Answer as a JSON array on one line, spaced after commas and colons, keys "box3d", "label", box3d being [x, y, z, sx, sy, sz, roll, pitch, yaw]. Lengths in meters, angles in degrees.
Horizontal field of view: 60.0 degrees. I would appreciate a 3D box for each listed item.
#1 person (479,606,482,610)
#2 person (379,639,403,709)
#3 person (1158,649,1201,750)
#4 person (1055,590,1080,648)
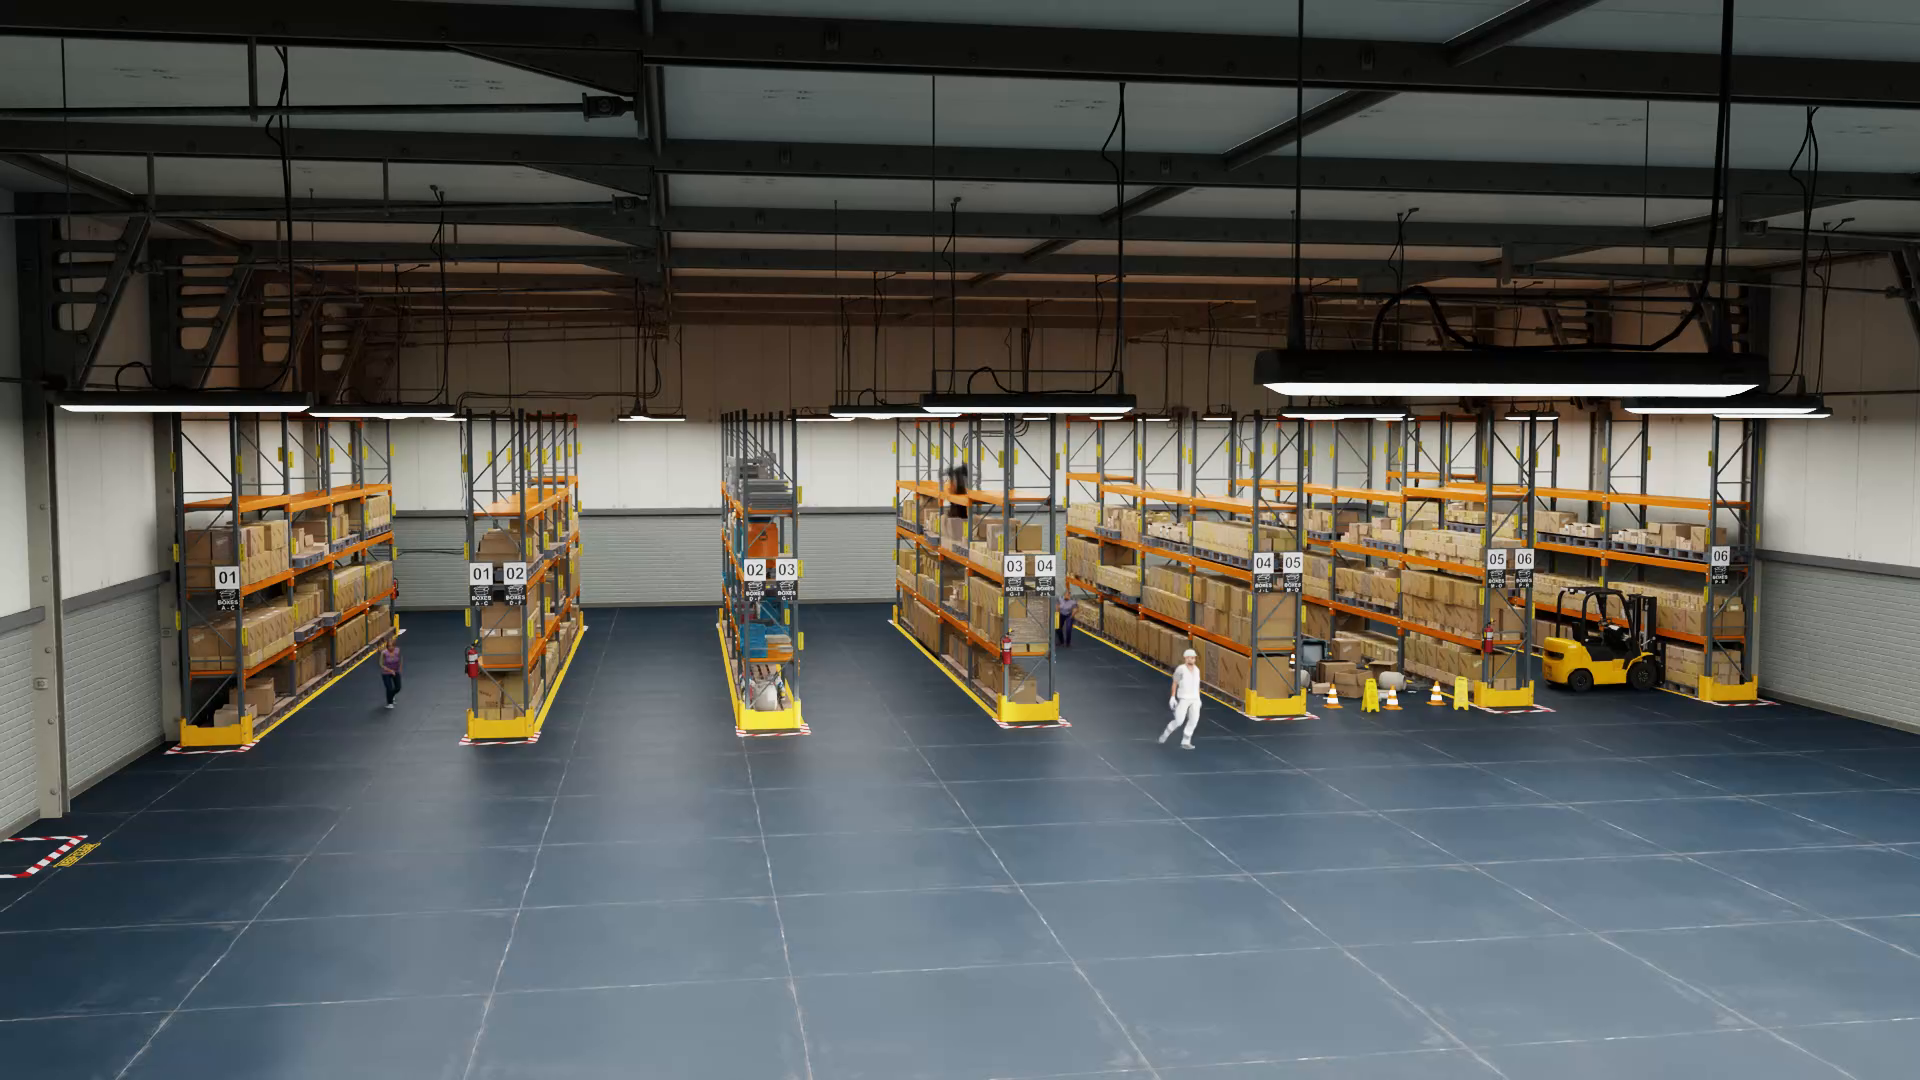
[{"box3d": [-12.133, 1.926, 43.140, 0.676, 1.574, 0.803, -2, 4, -23], "label": "person"}, {"box3d": [-11.403, 2.677, 33.313, 0.512, 1.442, 0.765, -3, 5, -38], "label": "person"}, {"box3d": [3.904, 2.797, 29.323, 0.716, 1.764, 0.571, -2, 5, -31], "label": "person"}, {"box3d": [2.732, 2.018, 42.688, 0.700, 1.498, 0.763, 1, 4, 17], "label": "person"}]
